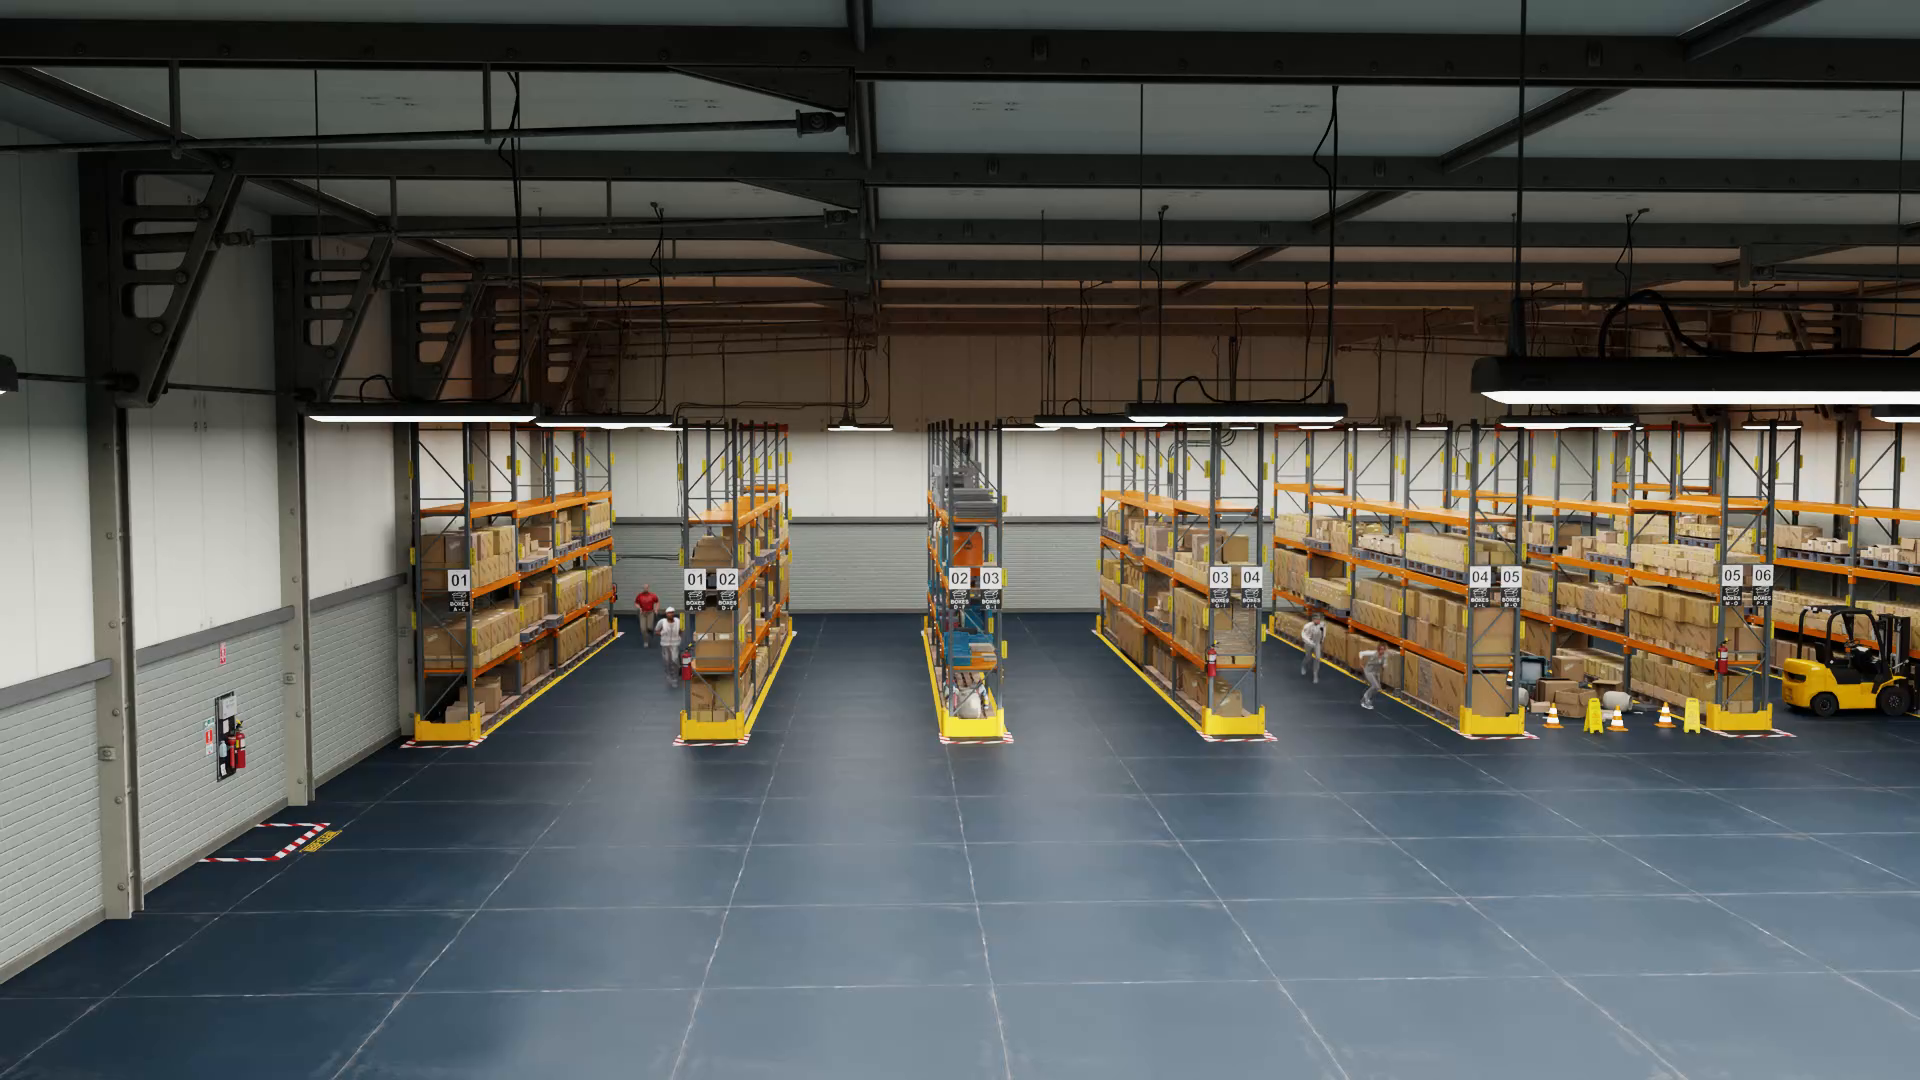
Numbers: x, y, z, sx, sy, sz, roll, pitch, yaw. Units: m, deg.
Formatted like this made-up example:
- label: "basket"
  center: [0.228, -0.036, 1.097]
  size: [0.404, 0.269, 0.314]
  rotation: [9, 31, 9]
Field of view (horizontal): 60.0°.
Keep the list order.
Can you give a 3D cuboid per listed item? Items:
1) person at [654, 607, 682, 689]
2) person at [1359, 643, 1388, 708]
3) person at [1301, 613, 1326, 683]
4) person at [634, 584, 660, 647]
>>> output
- label: "person"
  center: [-6.596, 2.428, 37.677]
  size: [0.646, 1.847, 0.797]
  rotation: [-1, 4, -13]
- label: "person"
  center: [8.525, 2.804, 34.358]
  size: [0.567, 1.432, 0.830]
  rotation: [-1, 4, -19]
- label: "person"
  center: [8.170, 2.473, 38.651]
  size: [0.655, 1.628, 0.978]
  rotation: [-1, 4, -13]
- label: "person"
  center: [-8.418, 2.026, 44.669]
  size: [0.658, 1.686, 0.593]
  rotation: [0, 4, -4]
